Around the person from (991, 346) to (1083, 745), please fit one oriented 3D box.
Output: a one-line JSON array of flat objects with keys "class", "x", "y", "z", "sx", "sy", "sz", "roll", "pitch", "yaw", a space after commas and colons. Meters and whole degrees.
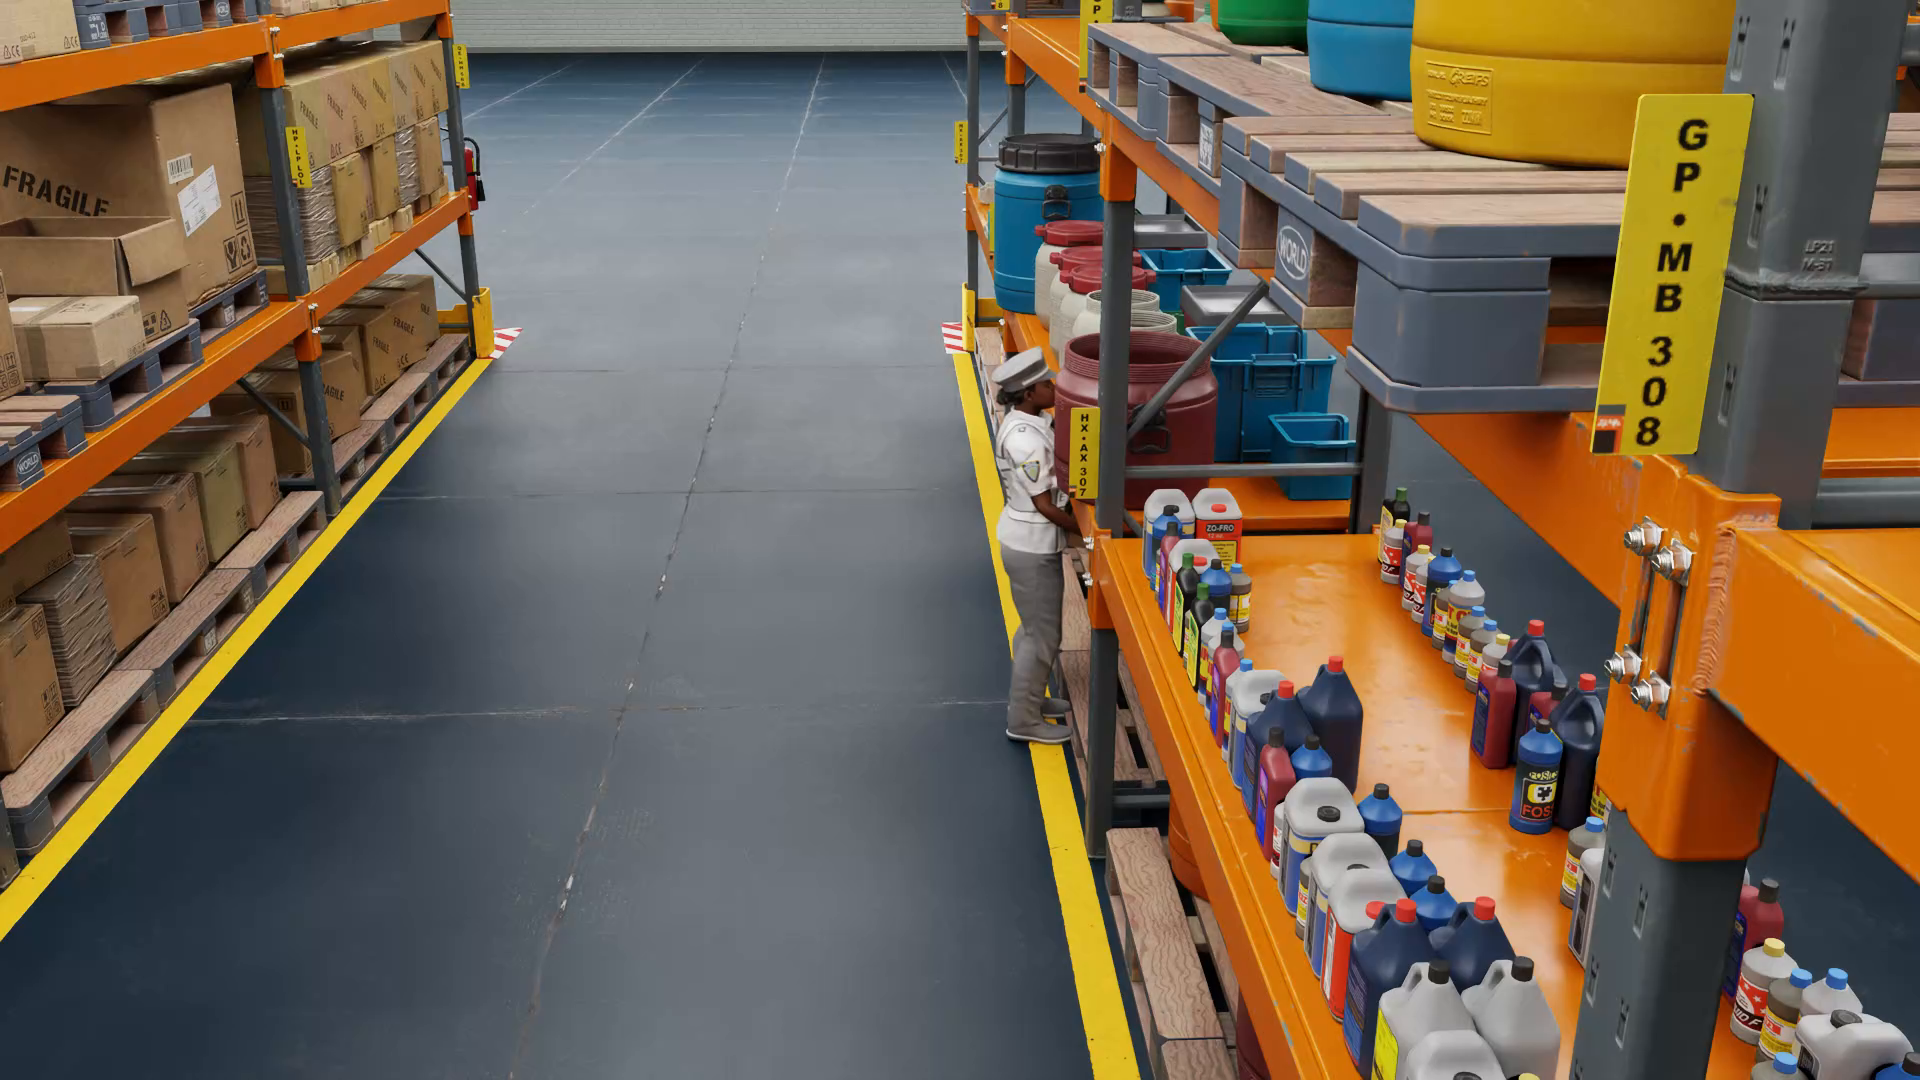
[{"class": "person", "x": 0.392, "y": 0.020, "z": 6.981, "sx": 0.532, "sy": 1.690, "sz": 0.450, "roll": 1, "pitch": 21, "yaw": 2}]
